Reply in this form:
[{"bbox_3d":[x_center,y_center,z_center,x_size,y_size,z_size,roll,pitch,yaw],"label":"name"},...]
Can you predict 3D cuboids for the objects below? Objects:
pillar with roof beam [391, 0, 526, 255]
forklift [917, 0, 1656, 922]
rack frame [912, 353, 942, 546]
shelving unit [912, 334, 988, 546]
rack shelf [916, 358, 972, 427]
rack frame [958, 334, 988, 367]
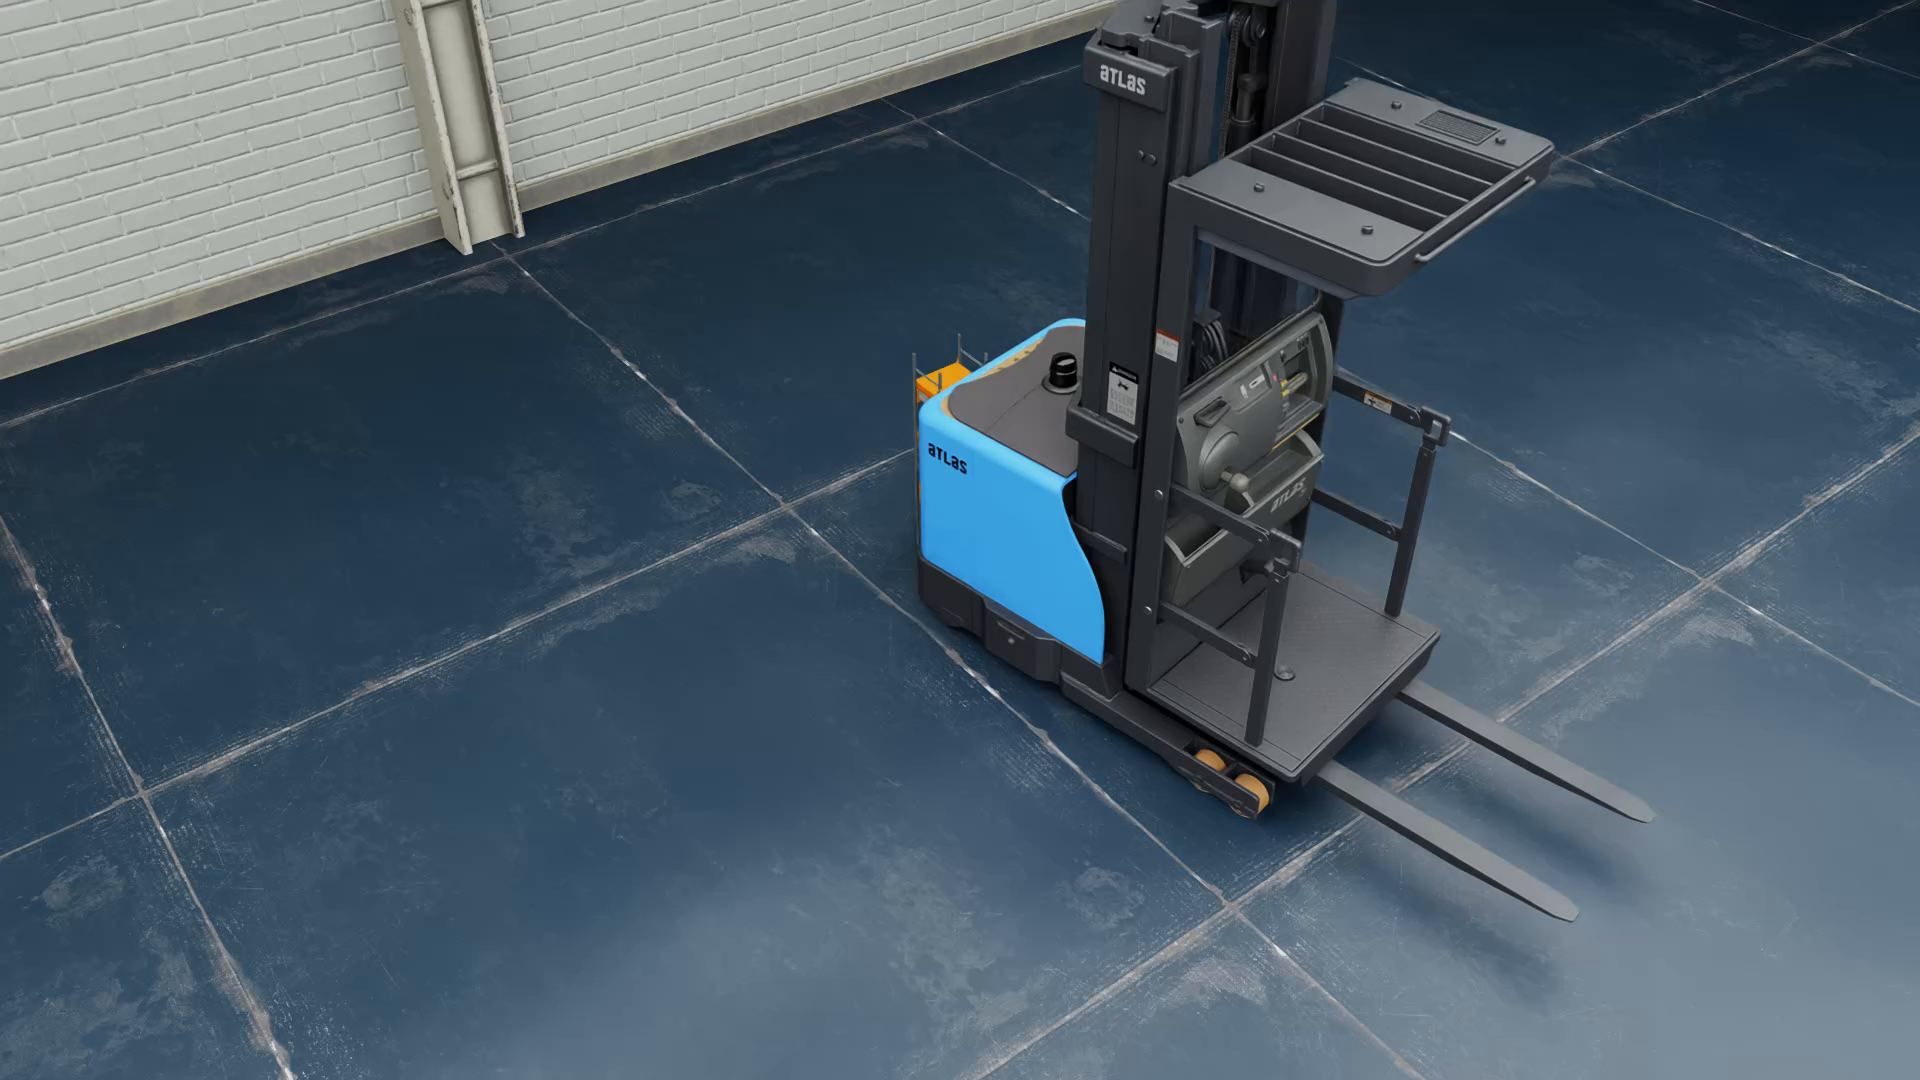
[{"bbox_3d":[-0.232,-3.144,4.487,0.400,9.000,9.100,-26,46,-28],"label":"pillar with roof beam"},{"bbox_3d":[1.241,-0.438,5.973,3.031,2.935,1.130,30,48,32],"label":"forklift"},{"bbox_3d":[-0.139,-0.338,7.334,0.008,1.050,0.200,-26,46,-28],"label":"rack frame"},{"bbox_3d":[-0.042,-0.385,7.392,0.252,1.050,0.215,-26,46,-28],"label":"shelving unit"},{"bbox_3d":[-0.042,-0.596,7.219,0.240,0.259,0.215,-26,46,-28],"label":"rack shelf"},{"bbox_3d":[0.054,-0.432,7.449,0.008,1.050,0.200,-26,46,-28],"label":"rack frame"}]
